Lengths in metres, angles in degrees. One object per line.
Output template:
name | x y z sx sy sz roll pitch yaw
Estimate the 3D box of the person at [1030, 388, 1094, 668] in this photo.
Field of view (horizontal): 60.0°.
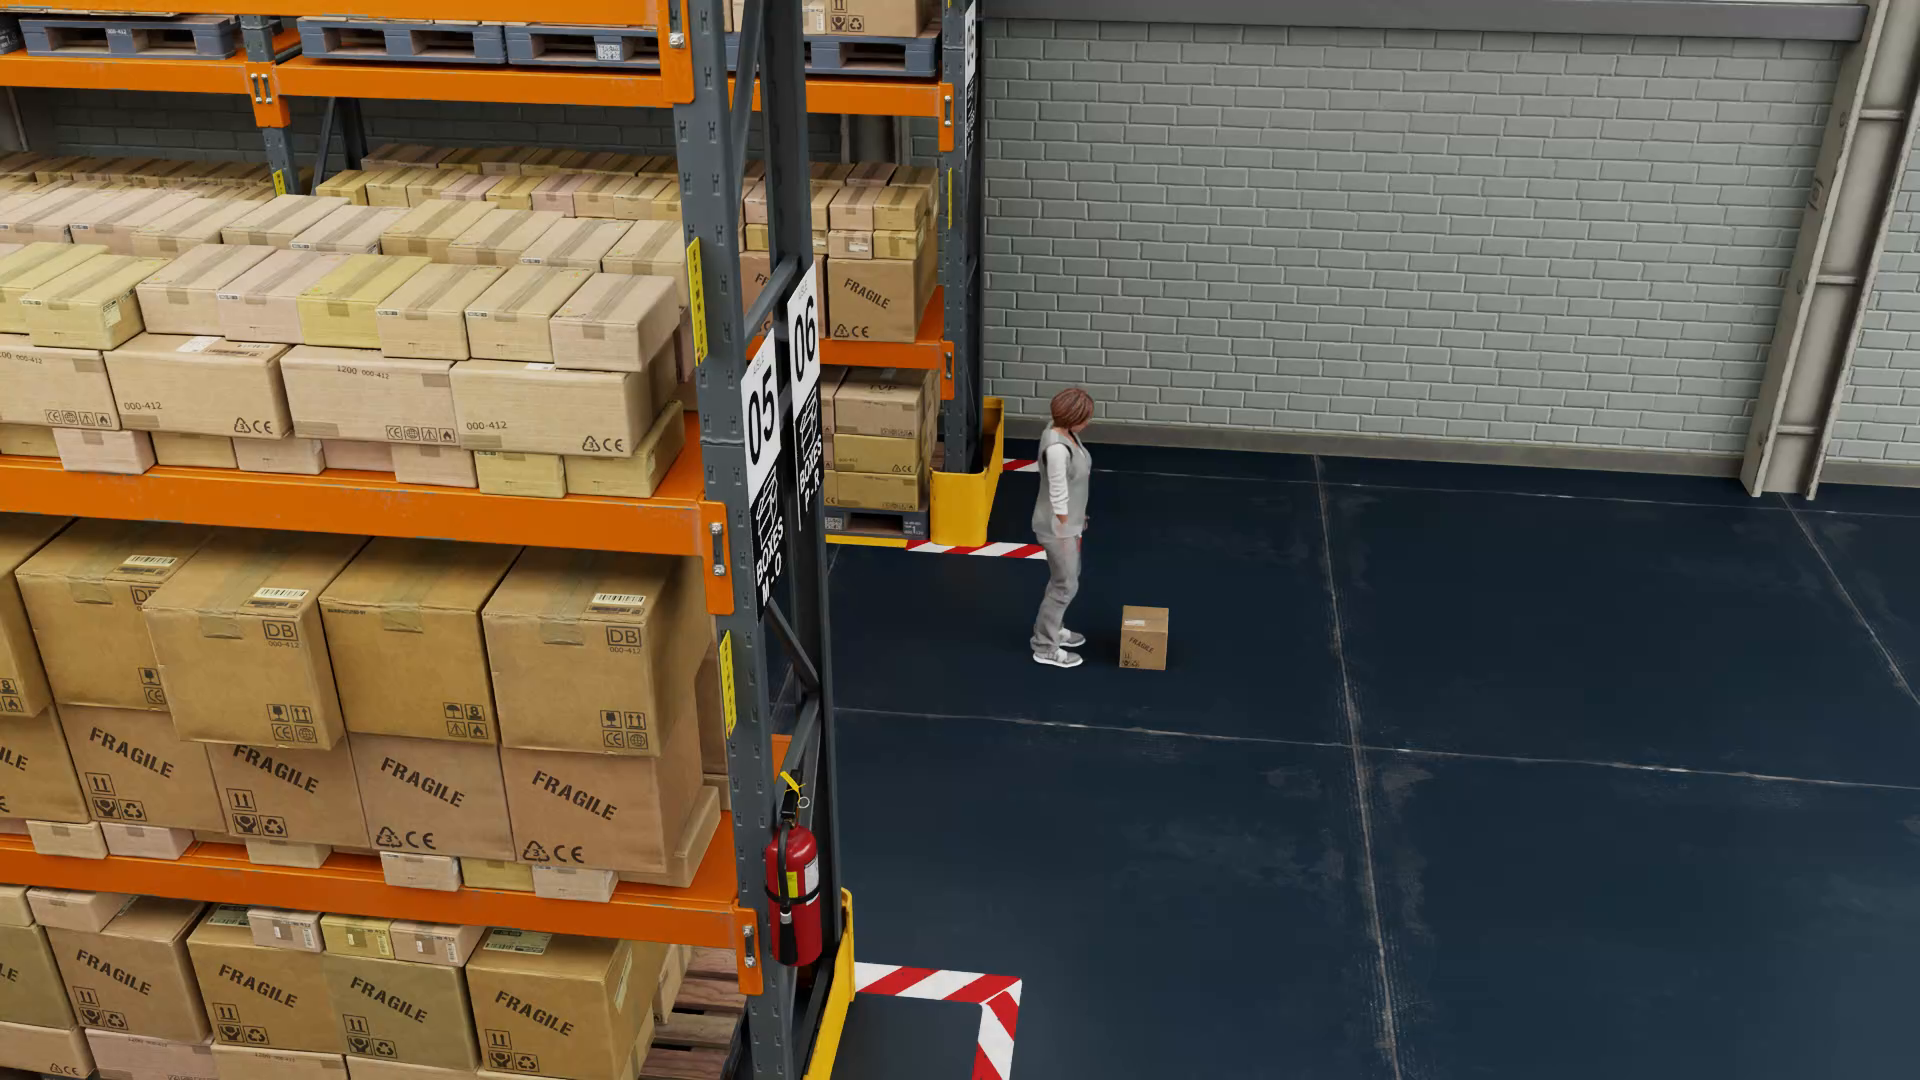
person | 0.540 -0.081 8.896 0.308 1.592 0.410 4 29 7
